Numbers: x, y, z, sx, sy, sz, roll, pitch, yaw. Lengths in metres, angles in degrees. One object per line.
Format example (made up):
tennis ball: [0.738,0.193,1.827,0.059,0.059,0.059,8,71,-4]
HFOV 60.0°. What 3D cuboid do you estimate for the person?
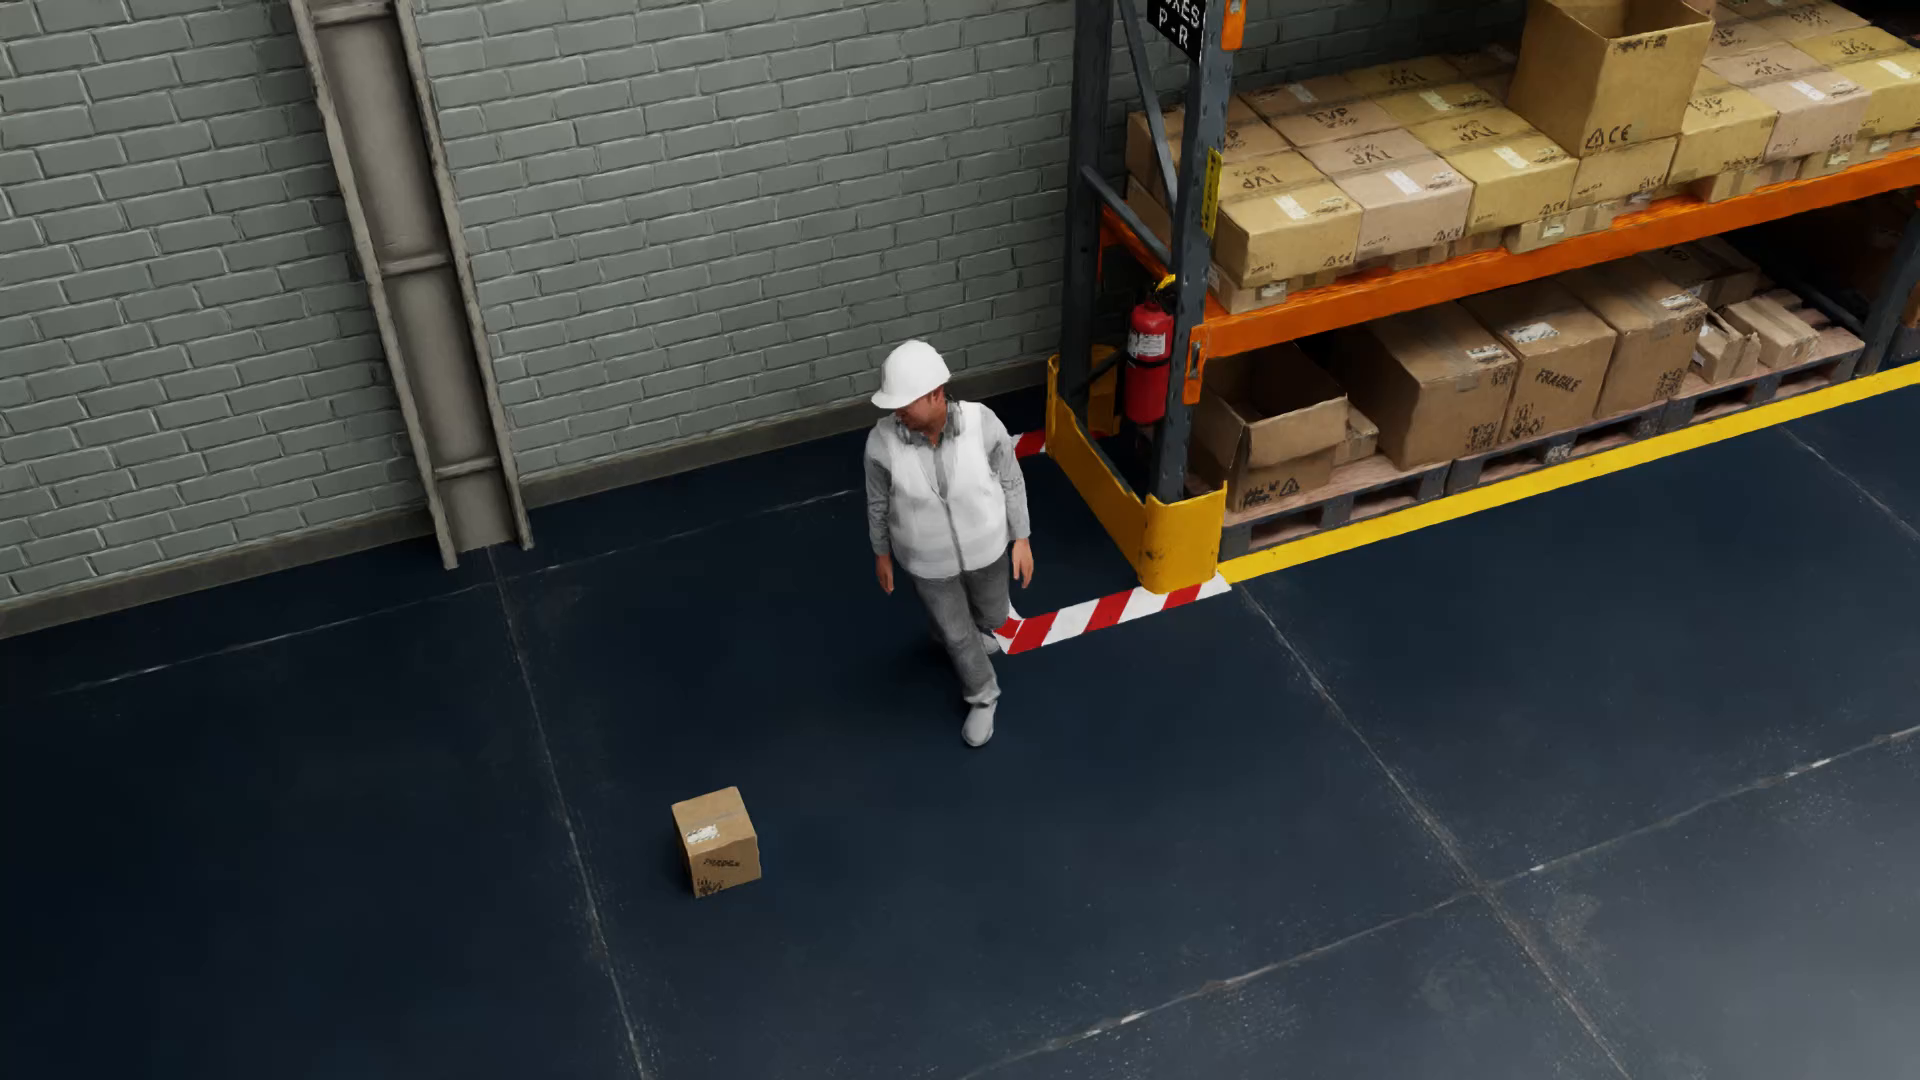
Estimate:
person: [-0.052,-0.005,6.167,0.575,1.744,0.614,-11,43,-12]
